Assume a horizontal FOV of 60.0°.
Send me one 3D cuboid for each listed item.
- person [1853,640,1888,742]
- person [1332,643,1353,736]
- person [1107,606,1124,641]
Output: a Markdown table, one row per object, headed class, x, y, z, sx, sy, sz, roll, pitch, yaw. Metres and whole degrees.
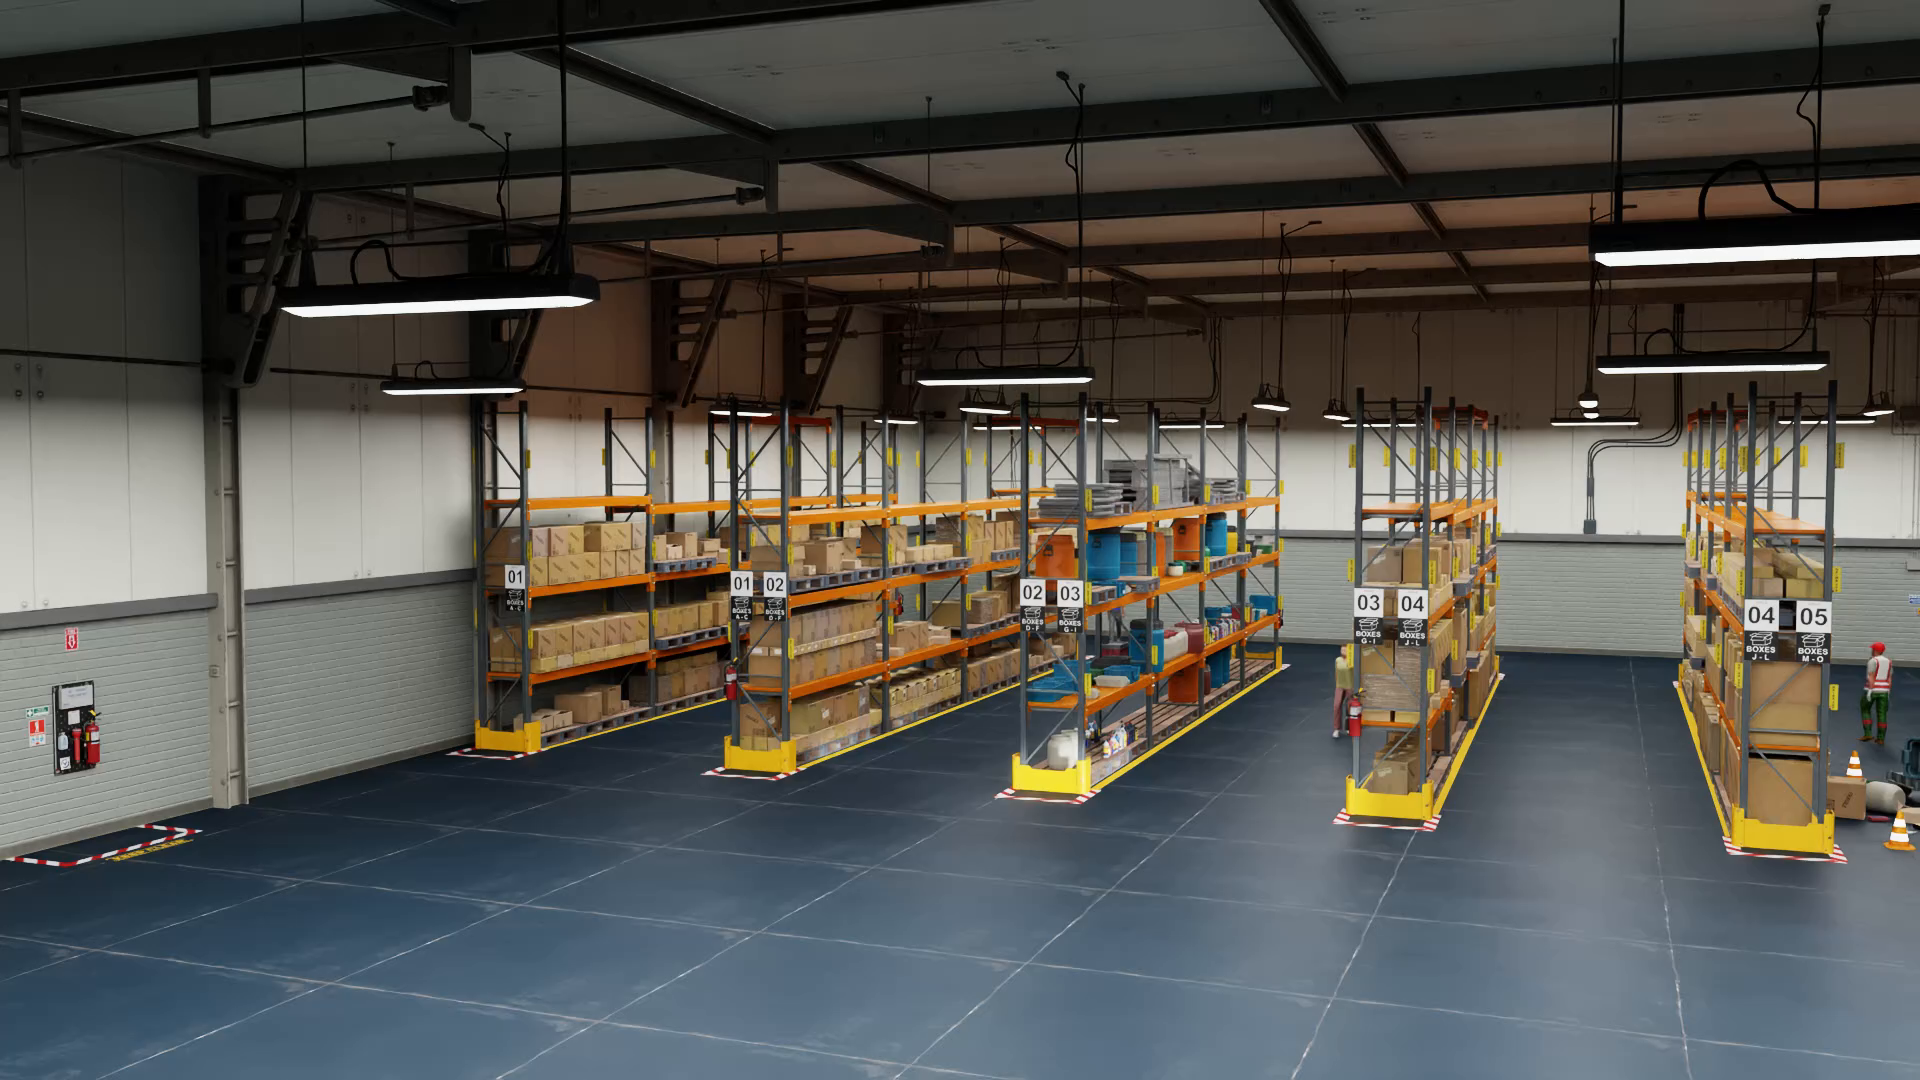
| class | x | y | z | sx | sy | sz | roll | pitch | yaw |
| --- | --- | --- | --- | --- | --- | --- | --- | --- | --- |
| person | 16.256 | 2.670 | 29.557 | 0.489 | 1.765 | 0.770 | 0 | 3 | 8 |
| person | 7.006 | 2.703 | 30.169 | 0.498 | 1.679 | 0.643 | 3 | 4 | 43 |
| person | 4.154 | 2.004 | 44.526 | 0.456 | 1.623 | 0.813 | 0 | 3 | 4 |
